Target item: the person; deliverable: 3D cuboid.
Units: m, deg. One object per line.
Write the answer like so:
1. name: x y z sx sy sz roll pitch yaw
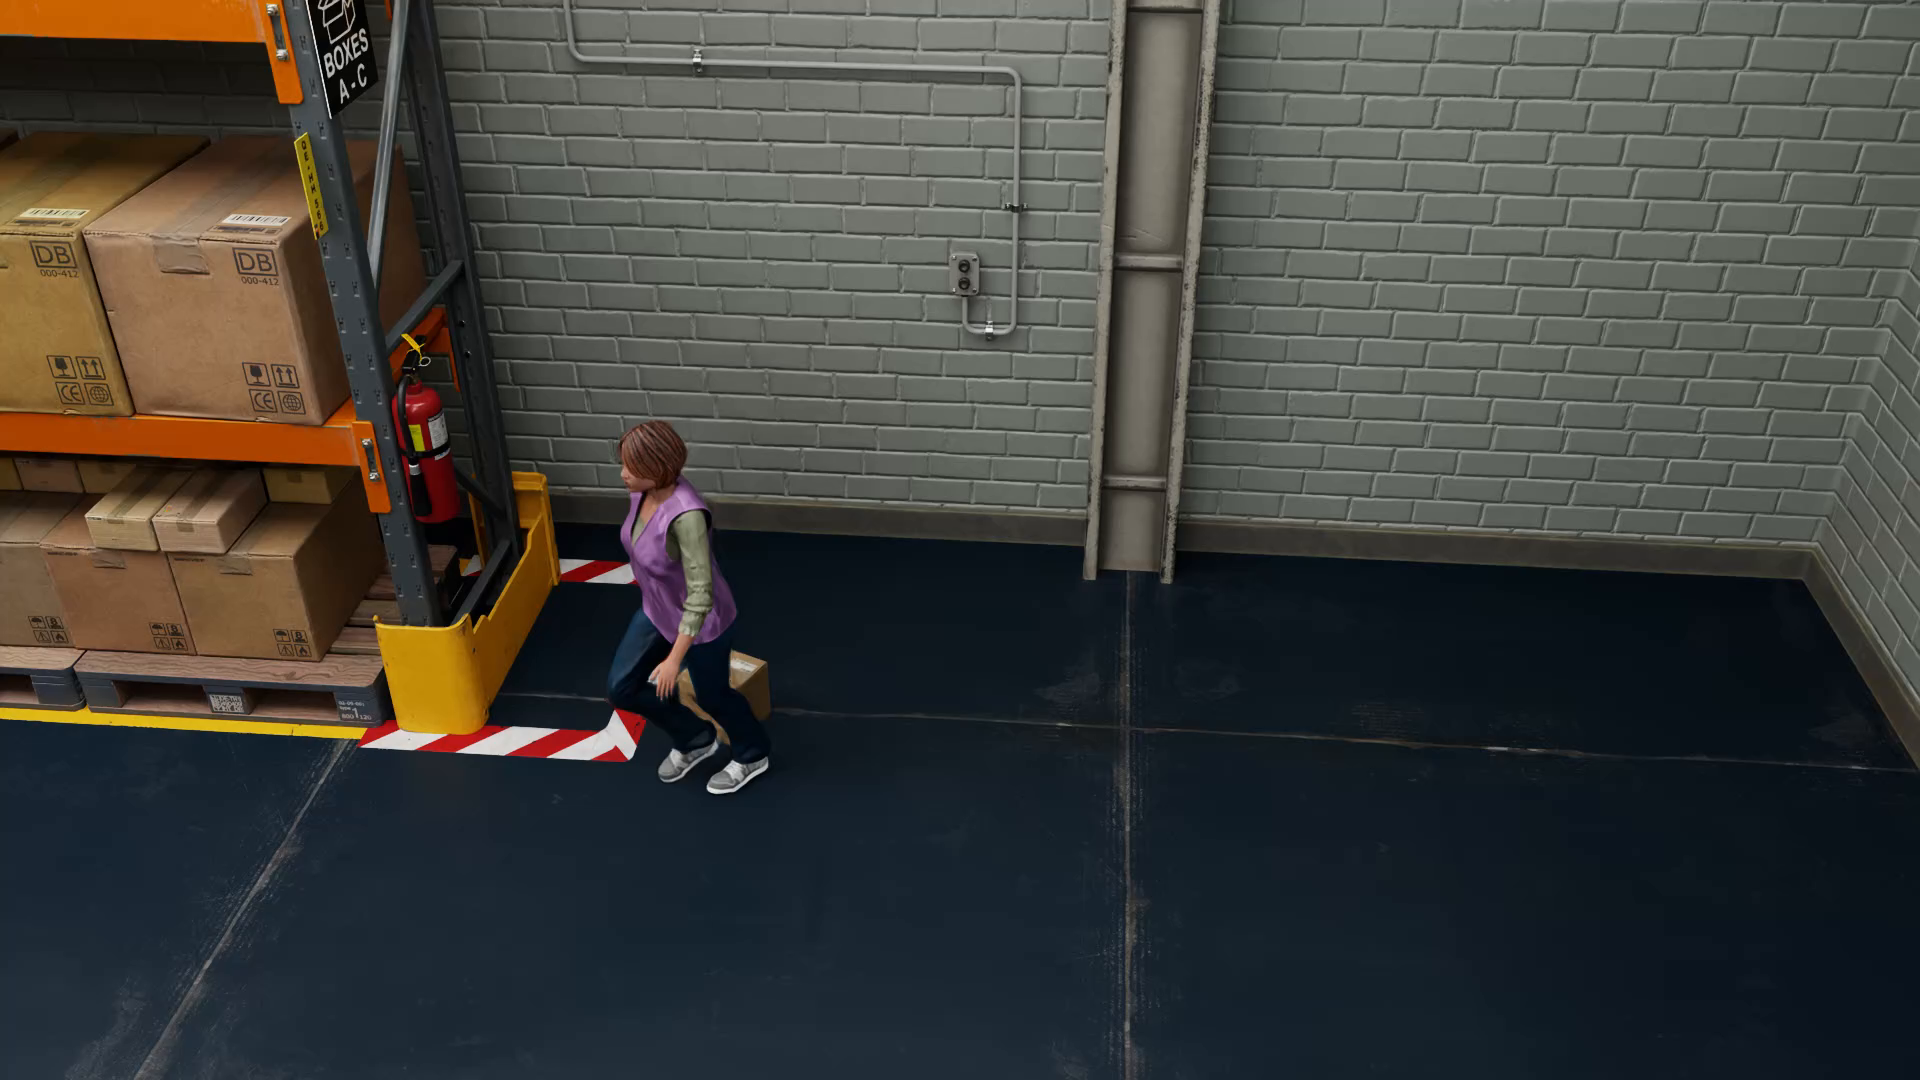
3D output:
1. person: -0.935 0.270 5.727 0.568 1.569 0.540 -24 40 -33
